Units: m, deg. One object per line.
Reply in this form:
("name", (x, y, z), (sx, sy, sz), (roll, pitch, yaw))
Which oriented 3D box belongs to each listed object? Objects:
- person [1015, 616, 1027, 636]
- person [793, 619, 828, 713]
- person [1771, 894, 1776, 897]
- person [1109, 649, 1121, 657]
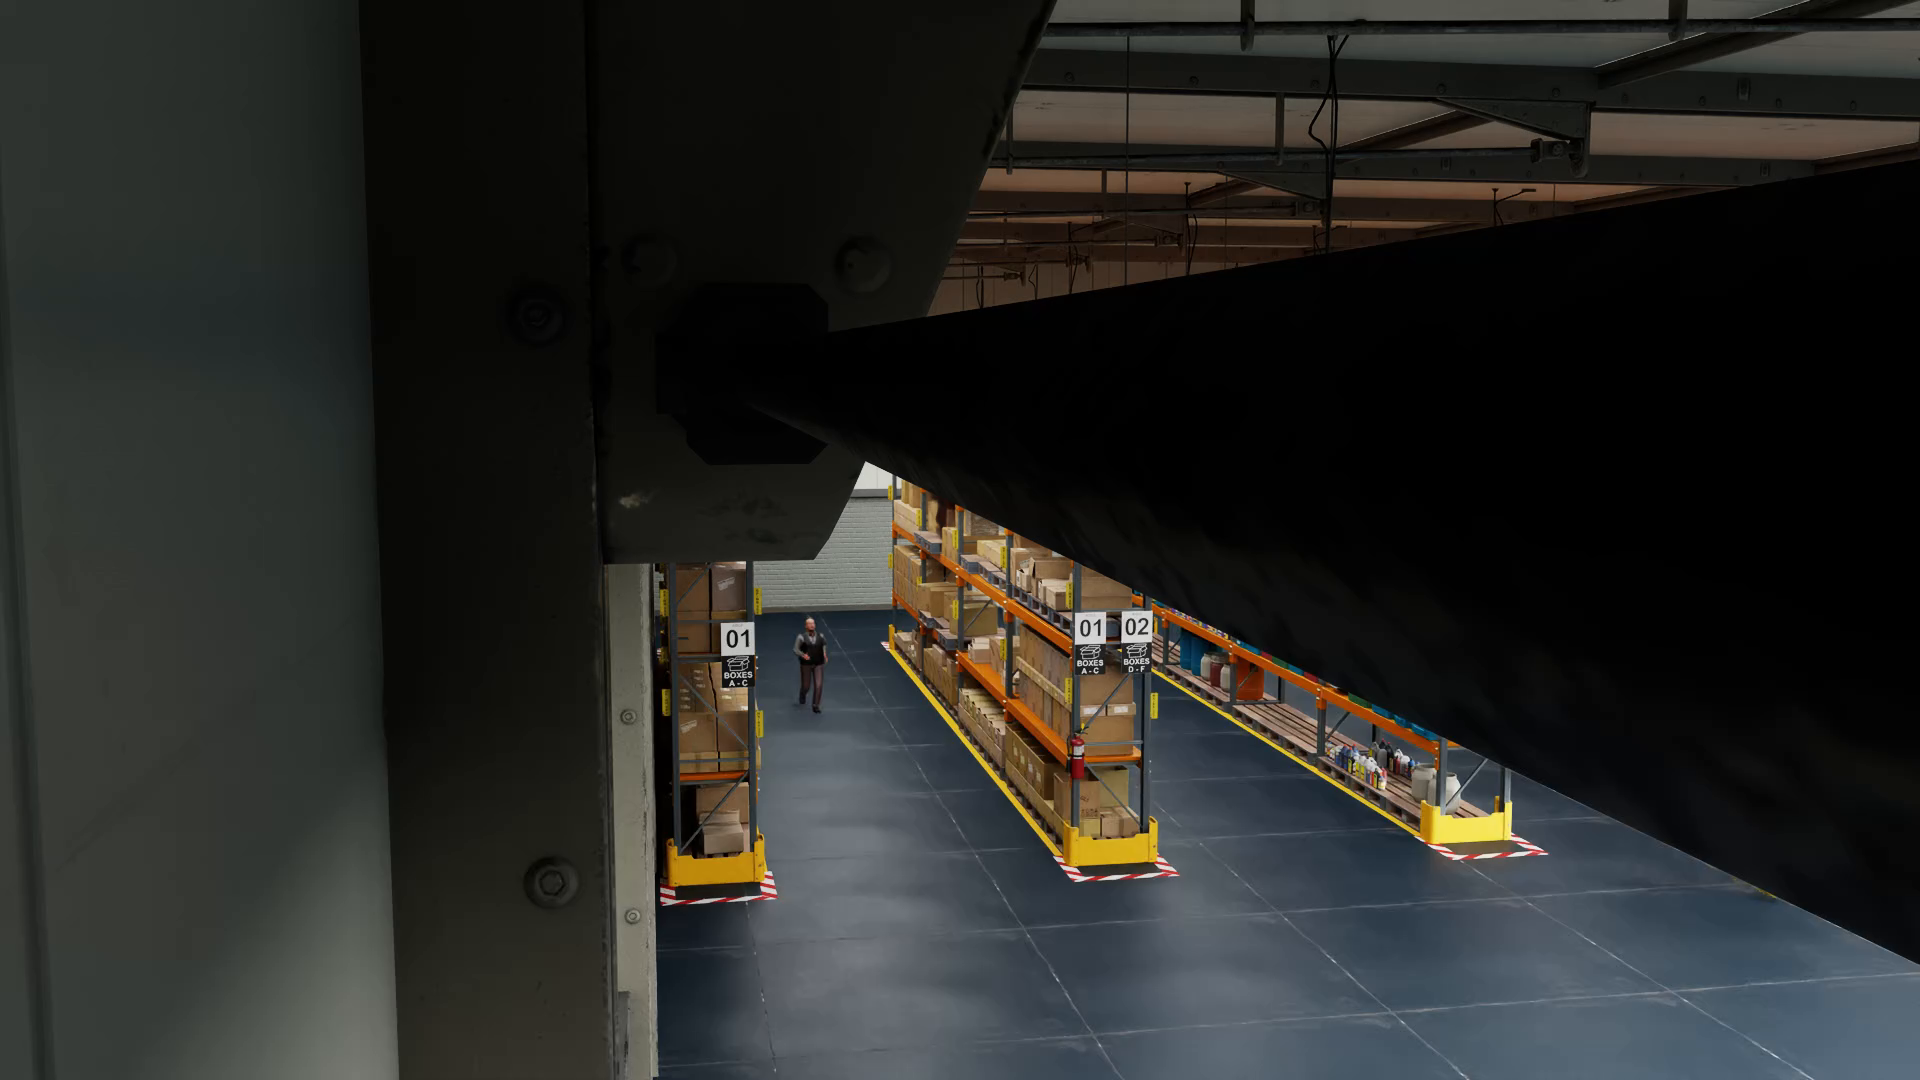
("person", (1.272, 1.700, 35.254), (0.625, 1.645, 0.723), (-2, 7, -22))
("person", (-2.677, 2.256, 30.009), (0.669, 1.681, 0.760), (-2, 7, -19))
("person", (9.906, 3.447, 19.308), (1.028, 1.716, 0.746), (3, 7, 28))
("person", (2.776, 2.148, 30.877), (0.681, 1.779, 0.855), (-2, 6, -18))
